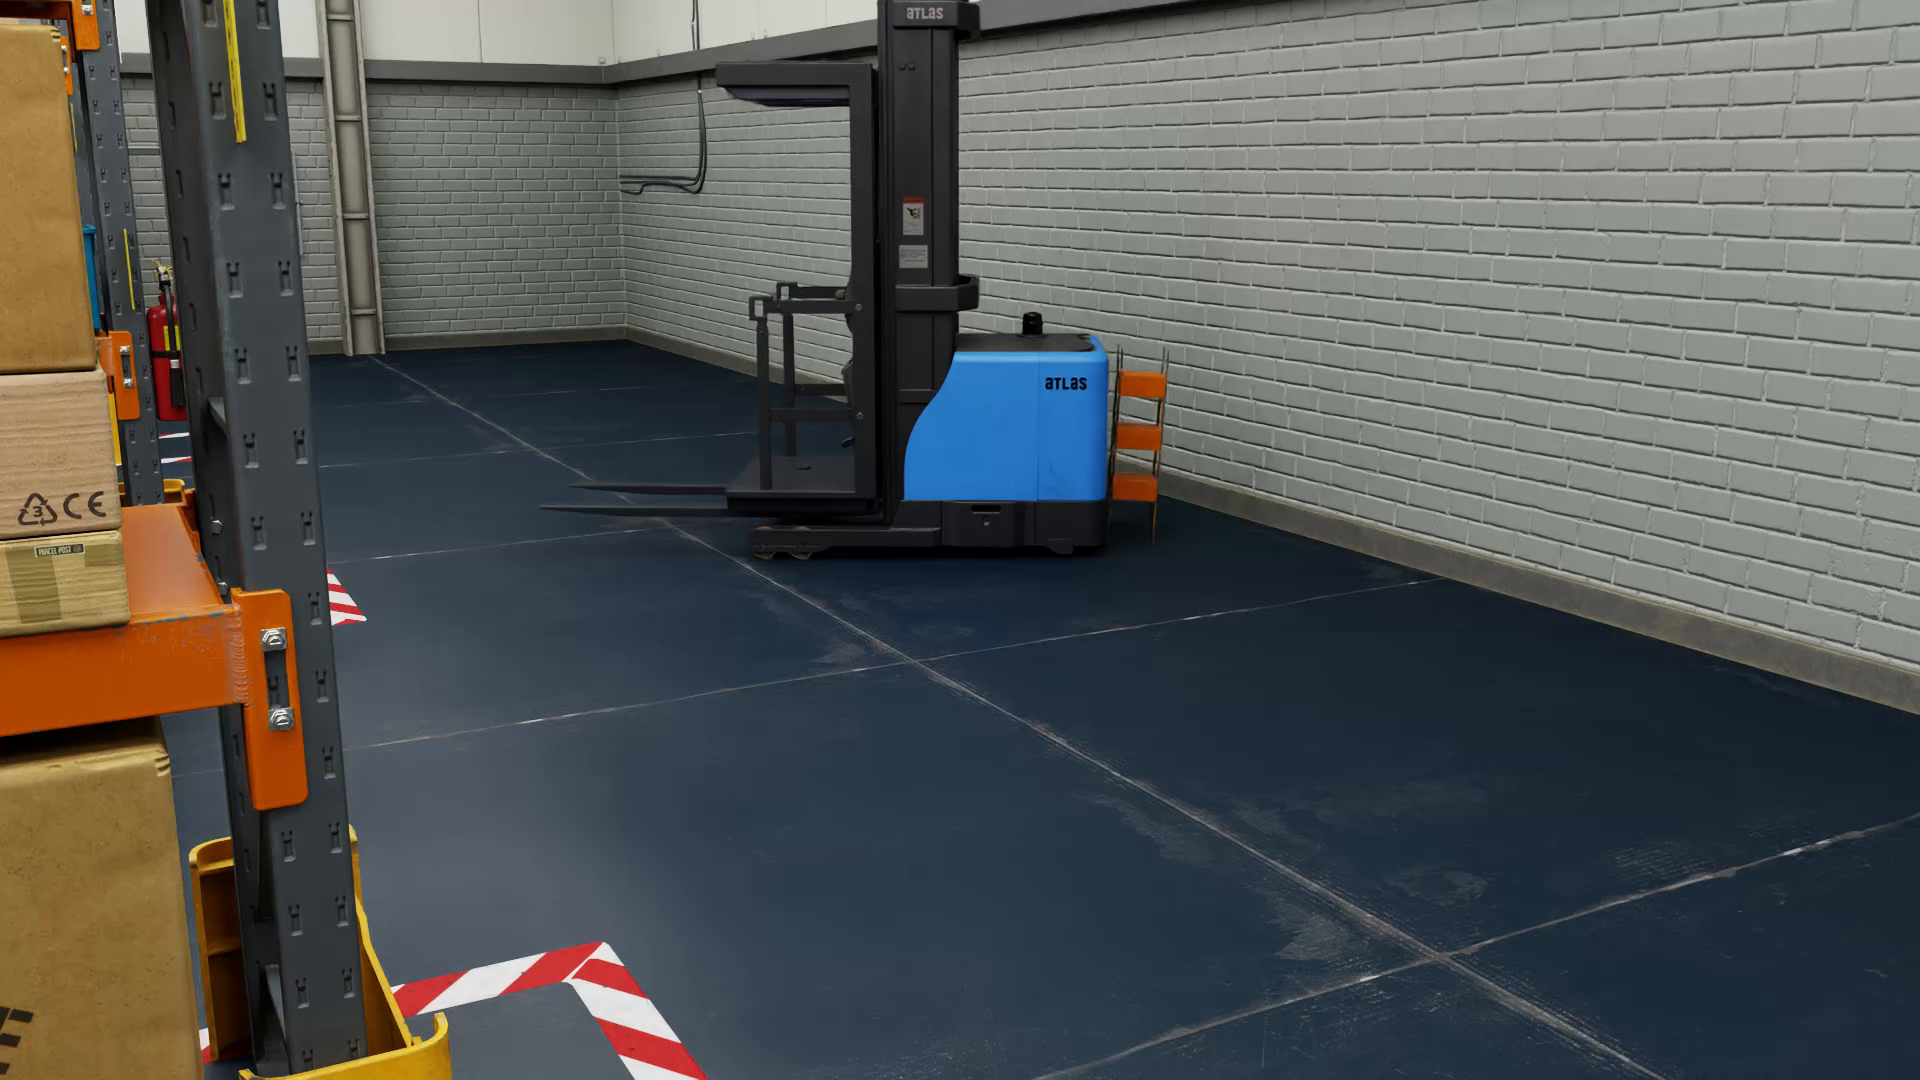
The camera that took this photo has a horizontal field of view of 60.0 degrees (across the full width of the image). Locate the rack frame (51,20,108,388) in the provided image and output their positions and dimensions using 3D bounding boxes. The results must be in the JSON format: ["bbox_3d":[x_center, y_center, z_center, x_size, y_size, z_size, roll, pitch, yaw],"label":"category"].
[{"bbox_3d":[-6.084,-2.098,11.600,0.127,3.000,1.000,-7,14,-28],"label":"rack frame"}]

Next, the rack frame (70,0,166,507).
[{"bbox_3d":[-3.714,-1.143,7.356,0.127,3.000,1.000,-7,14,-28],"label":"rack frame"}]

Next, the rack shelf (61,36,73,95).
[{"bbox_3d":[-7.839,-3.000,10.415,4.000,0.370,1.077,-7,14,-28],"label":"rack shelf"}]

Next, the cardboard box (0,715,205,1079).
[{"bbox_3d":[-1.864,0.726,2.935,0.875,0.875,0.875,-7,14,-28],"label":"cardboard box"}]

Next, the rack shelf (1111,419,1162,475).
[{"bbox_3d":[0.950,-0.504,8.978,0.240,0.259,0.215,3,13,-1],"label":"rack shelf"}]

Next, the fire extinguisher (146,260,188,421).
[{"bbox_3d":[-3.363,-0.852,7.087,0.183,0.674,0.296,-7,14,-28],"label":"fire extinguisher"}]

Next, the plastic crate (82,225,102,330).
[{"bbox_3d":[-3.918,-1.118,7.029,0.499,0.435,0.616,-7,14,-28],"label":"plastic crate"}]

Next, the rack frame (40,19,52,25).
[{"bbox_3d":[-8.460,-5.979,15.181,0.127,3.000,1.000,-7,14,-28],"label":"rack frame"}]

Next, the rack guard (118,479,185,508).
[{"bbox_3d":[-3.699,0.071,7.653,0.348,0.500,1.175,-7,14,-28],"label":"rack guard"}]

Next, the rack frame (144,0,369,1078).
[{"bbox_3d":[-1.340,-0.189,3.115,0.127,3.000,1.000,-7,14,-28],"label":"rack frame"}]

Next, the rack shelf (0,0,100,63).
[{"bbox_3d":[-5.469,-2.045,6.171,4.000,0.370,1.077,-7,14,-28],"label":"rack shelf"}]

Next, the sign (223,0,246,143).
[{"bbox_3d":[-1.093,-0.763,2.491,0.005,0.325,0.100,-7,14,-28],"label":"sign"}]

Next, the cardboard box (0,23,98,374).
[{"bbox_3d":[-1.642,-0.524,2.564,0.500,0.500,0.500,-7,14,-27],"label":"cardboard box"}]

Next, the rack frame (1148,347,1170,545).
[{"bbox_3d":[1.072,-0.508,8.978,0.008,1.050,0.200,3,13,-1],"label":"rack frame"}]

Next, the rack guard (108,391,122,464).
[{"bbox_3d":[-6.150,-0.871,11.839,0.348,0.500,1.175,-7,14,-28],"label":"rack guard"}]

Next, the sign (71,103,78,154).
[{"bbox_3d":[-5.835,-2.708,10.953,0.005,0.325,0.100,-7,14,-28],"label":"sign"}]

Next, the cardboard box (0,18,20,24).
[{"bbox_3d":[-6.408,-3.383,10.821,0.500,0.250,0.500,-7,14,-28],"label":"cardboard box"}]

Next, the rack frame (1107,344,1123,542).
[{"bbox_3d":[0.828,-0.521,8.973,0.008,1.050,0.200,3,13,-1],"label":"rack frame"}]

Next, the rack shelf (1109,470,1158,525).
[{"bbox_3d":[0.934,-0.234,9.039,0.240,0.259,0.215,3,13,-1],"label":"rack shelf"}]

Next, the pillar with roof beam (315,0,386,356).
[{"bbox_3d":[-4.442,-5.600,13.498,0.400,9.000,9.100,-7,14,-28],"label":"pillar with roof beam"}]

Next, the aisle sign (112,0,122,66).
[{"bbox_3d":[-3.510,-2.362,6.854,0.004,0.787,0.394,-7,14,-28],"label":"aisle sign"}]

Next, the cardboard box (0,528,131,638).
[{"bbox_3d":[-1.495,0.035,2.694,0.250,0.149,0.380,-7,14,-27],"label":"cardboard box"}]

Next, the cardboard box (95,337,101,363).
[{"bbox_3d":[-1.891,-0.262,3.106,0.500,0.250,0.500,-7,15,-29],"label":"cardboard box"}]

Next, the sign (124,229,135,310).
[{"bbox_3d":[-3.436,-1.118,6.875,0.005,0.325,0.100,-7,14,-28],"label":"sign"}]

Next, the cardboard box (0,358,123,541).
[{"bbox_3d":[-1.639,-0.158,2.645,0.500,0.250,0.500,-7,15,-29],"label":"cardboard box"}]

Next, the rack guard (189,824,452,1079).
[{"bbox_3d":[-1.319,1.028,3.401,0.348,0.500,1.175,-7,14,-28],"label":"rack guard"}]

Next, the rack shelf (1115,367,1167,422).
[{"bbox_3d":[0.965,-0.781,8.916,0.240,0.259,0.215,3,13,-1],"label":"rack shelf"}]

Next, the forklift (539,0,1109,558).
[{"bbox_3d":[-0.726,-1.450,8.875,3.031,2.935,1.130,0,13,2],"label":"forklift"}]

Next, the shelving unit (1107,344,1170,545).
[{"bbox_3d":[0.950,-0.515,8.975,0.252,1.050,0.215,3,13,-1],"label":"shelving unit"}]

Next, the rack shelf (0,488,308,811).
[{"bbox_3d":[-3.096,0.373,2.259,4.000,0.370,1.077,-7,14,-28],"label":"rack shelf"}]

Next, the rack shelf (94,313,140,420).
[{"bbox_3d":[-5.469,-0.582,6.500,4.000,0.370,1.077,-7,14,-28],"label":"rack shelf"}]

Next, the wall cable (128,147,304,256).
[{"bbox_3d":[-7.790,-3.865,17.137,1.851,1.984,0.084,-7,14,-28],"label":"wall cable"}]

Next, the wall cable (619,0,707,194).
[{"bbox_3d":[-3.325,-4.990,17.860,0.112,2.526,3.097,-7,14,-28],"label":"wall cable"}]
